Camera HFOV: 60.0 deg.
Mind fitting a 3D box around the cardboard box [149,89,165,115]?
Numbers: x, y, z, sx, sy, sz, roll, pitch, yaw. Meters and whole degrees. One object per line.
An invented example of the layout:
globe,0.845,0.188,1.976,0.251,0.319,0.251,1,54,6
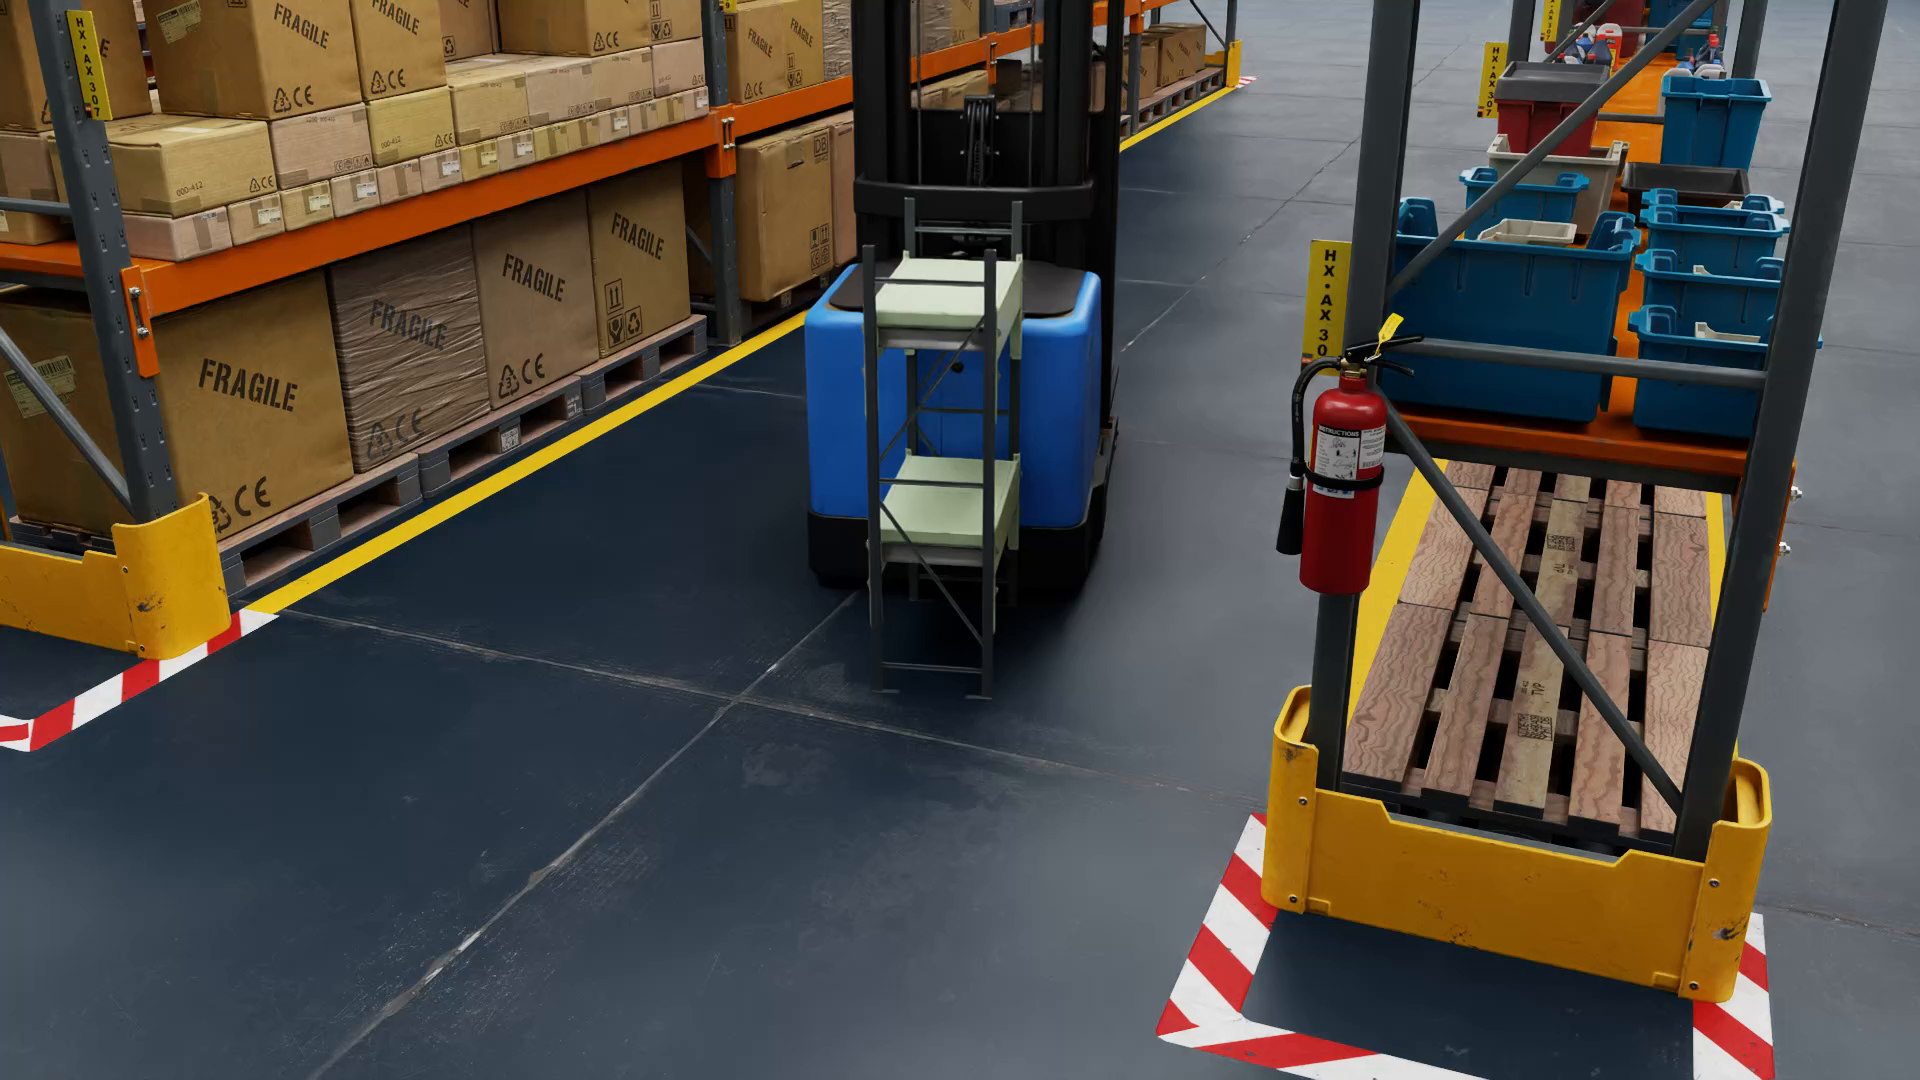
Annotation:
cardboard box,-3.084,-1.573,6.434,0.500,0.250,0.500,8,24,19

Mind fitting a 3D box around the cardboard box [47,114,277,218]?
cardboard box,-2.777,-1.314,5.812,0.500,0.250,0.500,8,24,19

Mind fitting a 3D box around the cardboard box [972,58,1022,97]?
cardboard box,0.174,-3.806,13.670,0.500,0.250,0.500,12,25,26

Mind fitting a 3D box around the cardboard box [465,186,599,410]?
cardboard box,-2.374,-1.211,7.968,0.875,0.875,0.875,9,24,20

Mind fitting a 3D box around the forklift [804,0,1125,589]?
forklift,0.144,-1.705,7.030,1.130,2.935,3.031,3,23,7

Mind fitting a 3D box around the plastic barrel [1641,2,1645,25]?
plastic barrel,4.704,-3.867,11.972,0.421,0.512,0.421,0,23,0

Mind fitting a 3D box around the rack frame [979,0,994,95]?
rack frame,-0.235,-3.975,12.376,1.000,3.000,0.127,9,24,20

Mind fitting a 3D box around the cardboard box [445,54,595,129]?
cardboard box,-2.020,-2.048,7.570,0.500,0.250,0.500,9,24,21

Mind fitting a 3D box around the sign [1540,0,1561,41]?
sign,3.851,-3.418,10.829,0.100,0.325,0.005,9,24,20

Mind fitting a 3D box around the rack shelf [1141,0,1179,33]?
rack shelf,1.994,-5.791,17.654,1.077,0.370,4.000,9,24,20

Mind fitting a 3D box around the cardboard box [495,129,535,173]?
cardboard box,-2.102,-1.721,7.305,0.380,0.149,0.250,9,24,21

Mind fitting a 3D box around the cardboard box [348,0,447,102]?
cardboard box,-2.405,-2.025,6.542,0.500,0.500,0.500,8,24,19

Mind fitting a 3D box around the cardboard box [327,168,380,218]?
cardboard box,-2.483,-1.354,6.425,0.380,0.149,0.250,8,24,19

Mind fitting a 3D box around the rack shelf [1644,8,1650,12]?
rack shelf,6.593,-5.081,15.957,1.077,0.370,4.000,9,24,20

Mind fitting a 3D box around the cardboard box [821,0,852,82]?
cardboard box,-0.945,-3.078,10.097,0.500,0.500,0.500,8,24,19

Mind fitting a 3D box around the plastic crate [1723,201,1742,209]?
plastic crate,2.510,-1.075,5.695,0.293,0.136,0.466,9,24,20

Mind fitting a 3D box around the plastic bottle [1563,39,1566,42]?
plastic bottle,3.432,-2.697,9.466,0.061,0.283,0.133,9,24,20

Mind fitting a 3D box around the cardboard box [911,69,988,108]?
cardboard box,-0.510,-2.945,12.120,1.225,0.875,0.875,8,24,18

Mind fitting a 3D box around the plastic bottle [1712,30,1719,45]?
plastic bottle,4.524,-2.924,10.010,0.061,0.283,0.133,9,24,20

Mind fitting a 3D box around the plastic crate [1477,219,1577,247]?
plastic crate,1.822,-0.941,5.374,0.298,0.136,0.250,9,24,20

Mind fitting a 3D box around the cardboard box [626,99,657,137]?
cardboard box,-1.720,-2.088,8.183,0.380,0.149,0.250,8,24,19

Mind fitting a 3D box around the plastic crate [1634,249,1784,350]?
plastic crate,2.034,-0.631,4.508,0.416,0.233,0.300,9,24,20

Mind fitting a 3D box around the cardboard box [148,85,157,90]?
cardboard box,-6.043,-3.161,12.152,0.500,0.250,0.500,10,25,23

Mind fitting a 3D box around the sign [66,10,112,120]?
sign,-2.693,-1.467,5.144,0.100,0.325,0.005,9,24,20

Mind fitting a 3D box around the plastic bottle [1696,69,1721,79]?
plastic bottle,3.748,-2.220,8.334,0.152,0.276,0.135,9,24,20

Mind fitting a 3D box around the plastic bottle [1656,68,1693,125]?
plastic bottle,3.607,-2.242,8.386,0.152,0.276,0.135,9,24,20

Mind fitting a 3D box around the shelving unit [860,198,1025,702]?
shelving unit,-0.040,-0.314,5.557,0.431,1.500,0.755,3,23,7

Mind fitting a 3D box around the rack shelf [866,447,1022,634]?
rack shelf,-0.040,-0.014,5.682,0.431,0.370,0.720,3,23,7

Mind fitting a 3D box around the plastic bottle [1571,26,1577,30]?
plastic bottle,3.739,-2.993,10.174,0.061,0.283,0.133,9,24,20

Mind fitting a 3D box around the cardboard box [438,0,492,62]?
cardboard box,-2.515,-2.461,7.586,0.500,0.500,0.500,8,24,18

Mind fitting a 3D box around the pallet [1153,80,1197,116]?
pallet,1.919,-4.804,17.976,1.003,0.211,1.213,9,24,20

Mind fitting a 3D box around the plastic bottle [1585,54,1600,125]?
plastic bottle,3.118,-2.233,8.269,0.144,0.351,0.185,9,24,20

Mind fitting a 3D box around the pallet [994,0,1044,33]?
pallet,-0.069,-4.157,13.060,1.213,0.211,1.003,9,24,20

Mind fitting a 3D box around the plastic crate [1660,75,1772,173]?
plastic crate,3.021,-1.639,6.726,0.392,0.384,0.575,9,24,20

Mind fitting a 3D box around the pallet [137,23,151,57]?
pallet,-5.869,-3.454,11.377,1.003,0.211,1.213,9,24,20

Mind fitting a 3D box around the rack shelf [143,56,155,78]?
rack shelf,-5.545,-3.674,12.587,1.077,0.370,4.000,9,24,20

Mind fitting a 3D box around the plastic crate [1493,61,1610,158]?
plastic crate,2.314,-1.608,6.548,0.402,0.464,0.583,9,24,20

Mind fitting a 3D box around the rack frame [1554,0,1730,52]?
rack frame,4.364,-3.266,10.678,1.000,3.000,0.127,9,24,20

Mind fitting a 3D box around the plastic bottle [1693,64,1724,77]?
plastic bottle,3.834,-2.303,8.533,0.152,0.276,0.135,9,24,20

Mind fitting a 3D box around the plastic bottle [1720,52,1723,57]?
plastic bottle,4.067,-2.484,8.956,0.061,0.283,0.133,9,24,20

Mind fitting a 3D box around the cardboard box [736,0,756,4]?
cardboard box,-1.491,-3.283,9.286,0.797,0.503,0.637,8,24,19

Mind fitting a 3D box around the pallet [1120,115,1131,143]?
pallet,0.963,-3.841,15.672,1.003,0.211,1.213,9,24,20

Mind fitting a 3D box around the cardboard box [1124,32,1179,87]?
cardboard box,2.049,-5.217,18.047,0.500,0.500,0.500,11,25,25

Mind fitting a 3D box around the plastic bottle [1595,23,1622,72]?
plastic bottle,4.044,-3.079,10.390,0.152,0.276,0.135,9,24,20

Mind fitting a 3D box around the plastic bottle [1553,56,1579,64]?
plastic bottle,3.184,-2.407,8.782,0.152,0.276,0.135,9,24,20

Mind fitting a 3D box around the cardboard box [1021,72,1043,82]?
cardboard box,0.601,-3.871,14.799,0.700,0.500,0.500,7,24,15
